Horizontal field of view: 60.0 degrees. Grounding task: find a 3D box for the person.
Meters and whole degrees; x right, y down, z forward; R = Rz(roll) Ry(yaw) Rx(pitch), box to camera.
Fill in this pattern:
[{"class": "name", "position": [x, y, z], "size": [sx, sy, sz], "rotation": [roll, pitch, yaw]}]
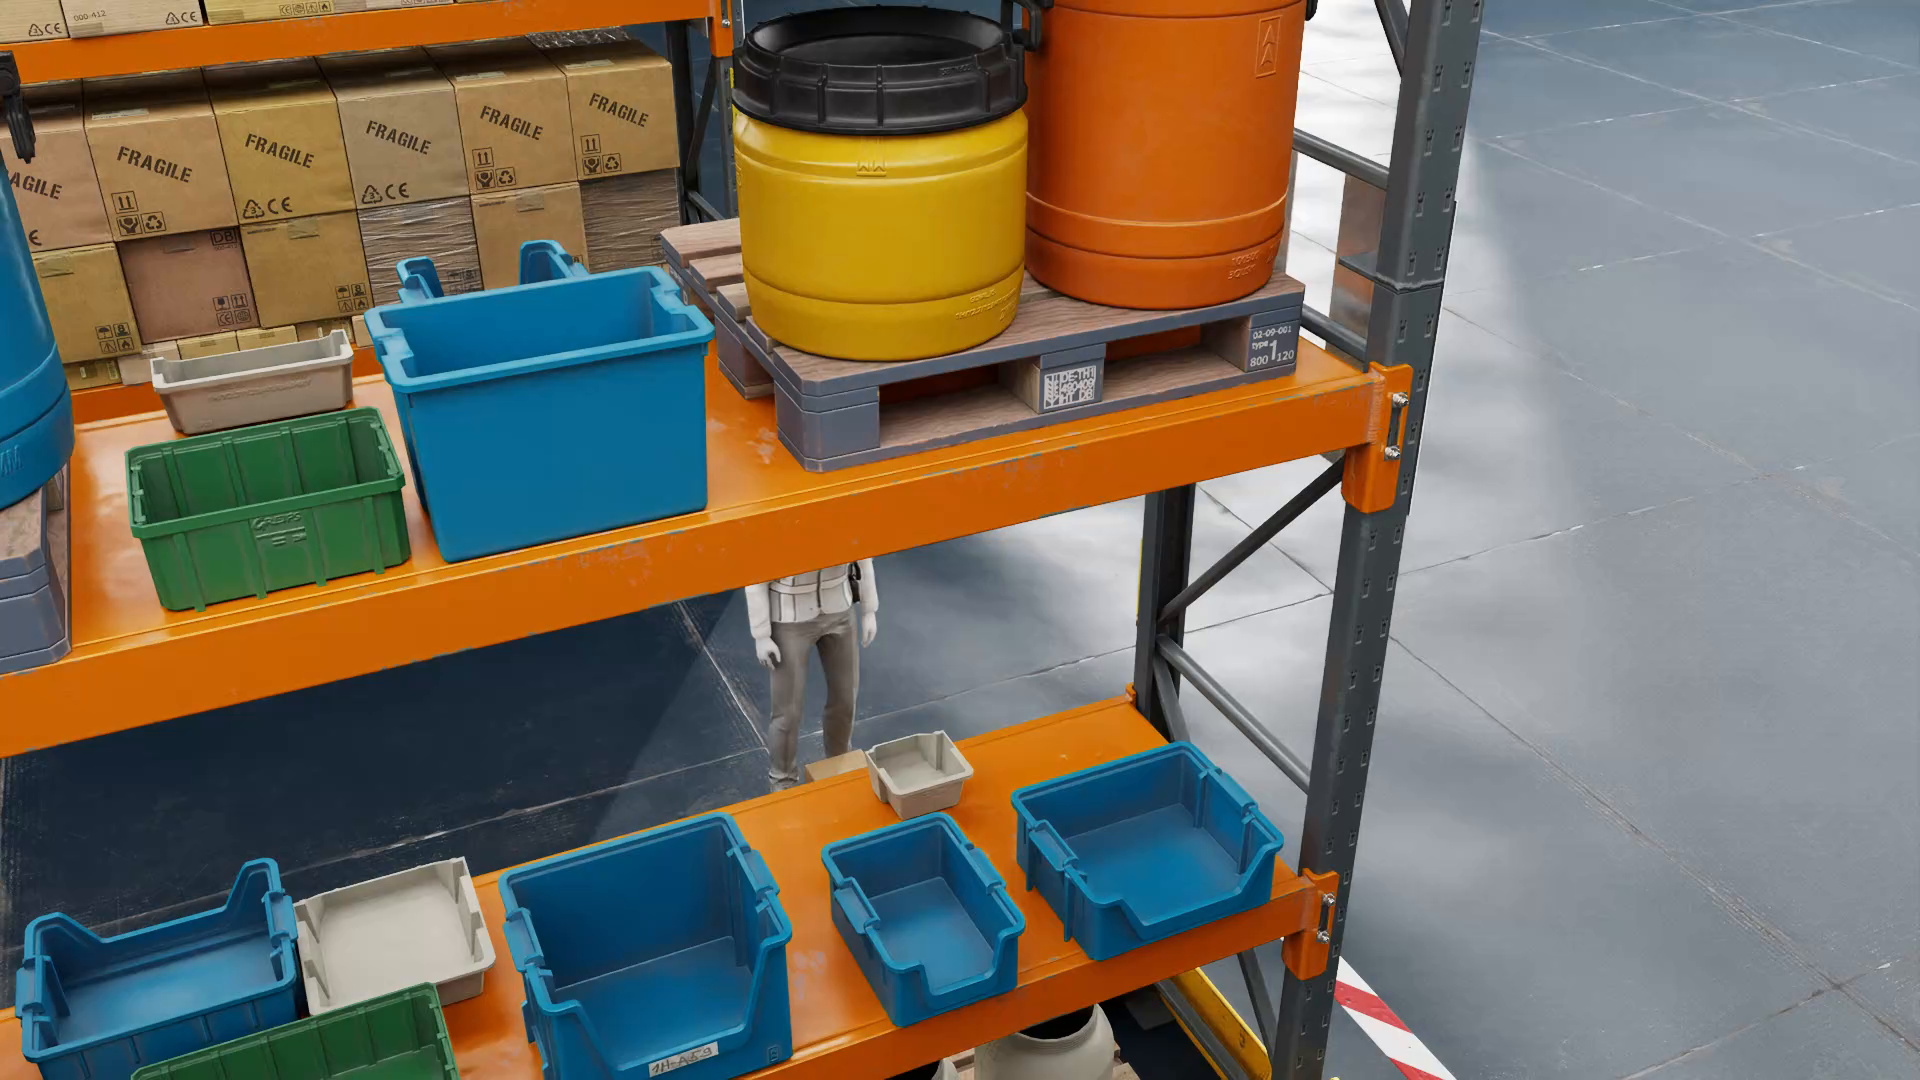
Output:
[{"class": "person", "position": [-0.573, 0.326, 6.549], "size": [0.528, 1.664, 0.372], "rotation": [-13, 32, -22]}]
